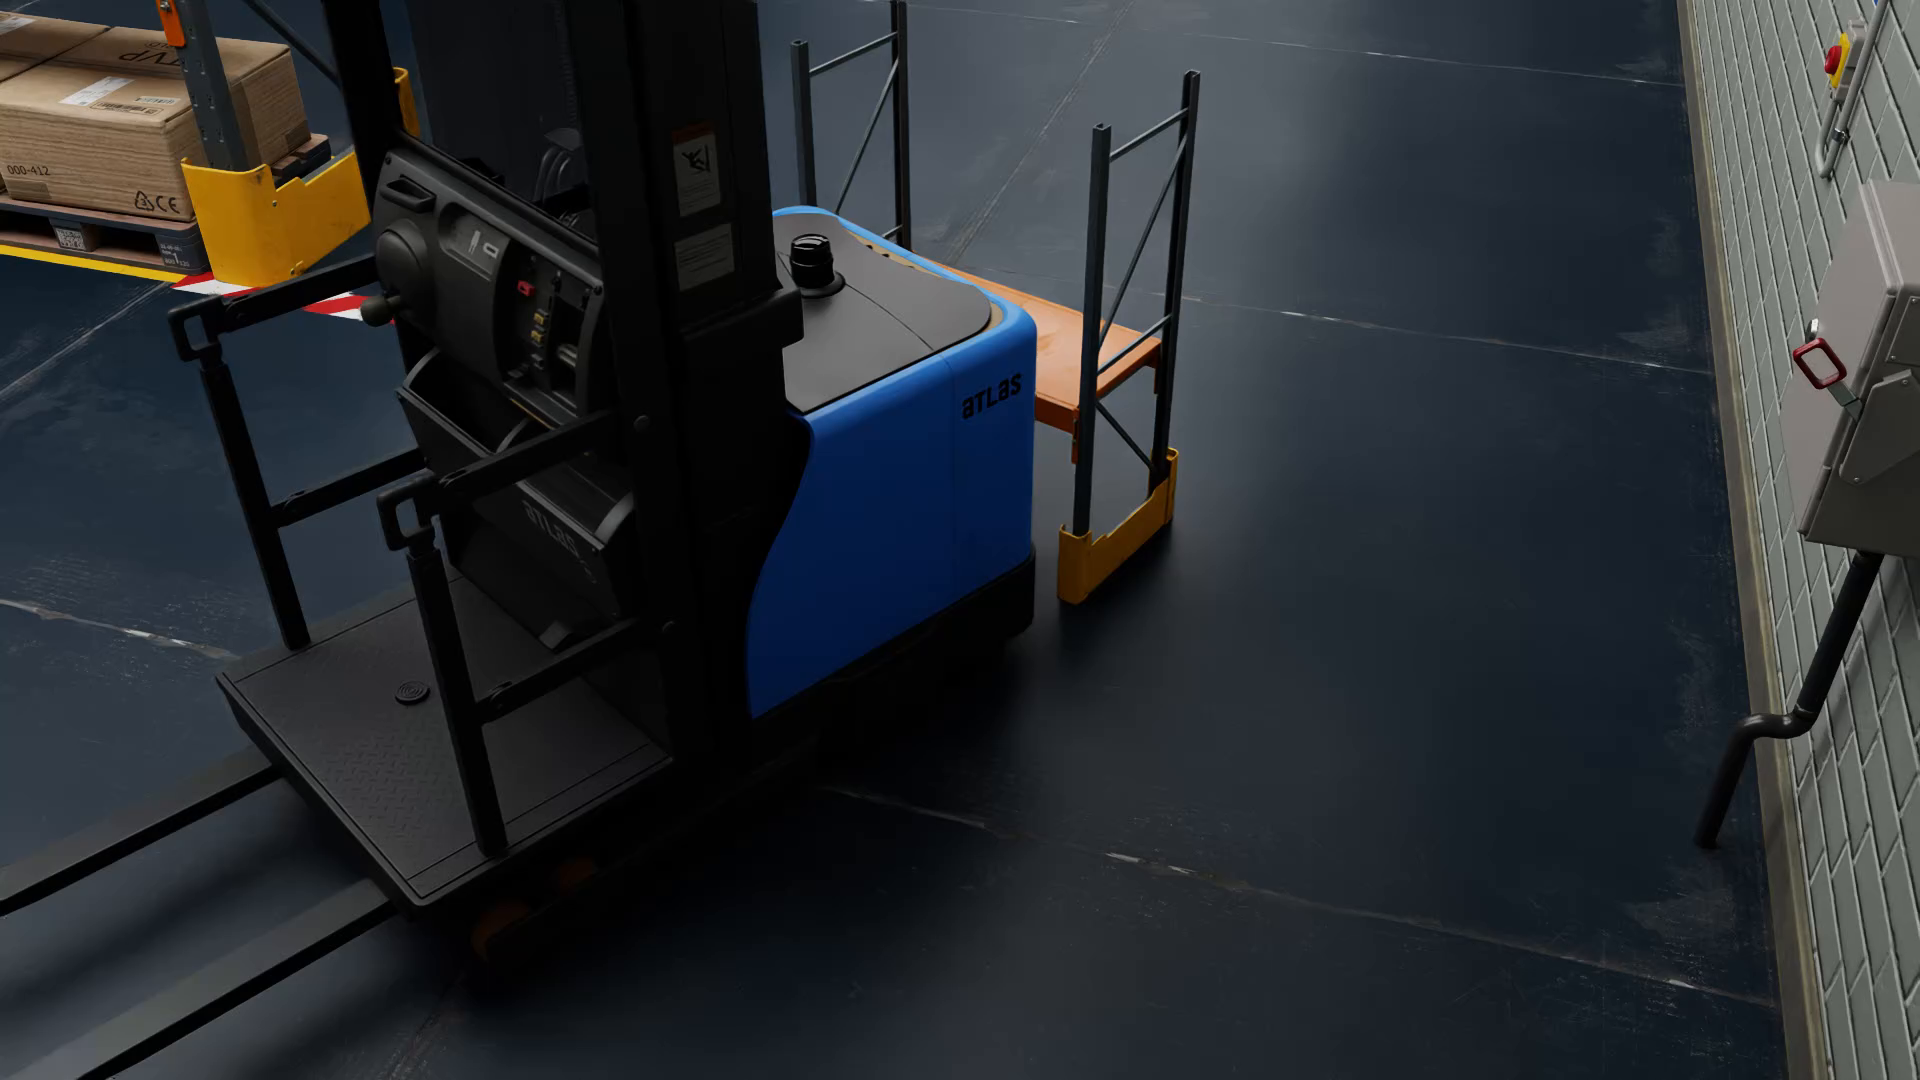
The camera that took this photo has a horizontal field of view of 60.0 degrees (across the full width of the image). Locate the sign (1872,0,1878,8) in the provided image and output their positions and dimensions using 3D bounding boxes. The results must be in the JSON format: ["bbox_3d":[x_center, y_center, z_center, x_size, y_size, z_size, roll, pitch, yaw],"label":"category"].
[{"bbox_3d":[2.715,-1.713,4.897,0.001,0.218,0.327,10,38,14],"label":"sign"}]

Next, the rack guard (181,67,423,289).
[{"bbox_3d":[-2.724,-1.560,7.026,0.348,0.500,1.175,10,38,14],"label":"rack guard"}]

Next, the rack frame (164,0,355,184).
[{"bbox_3d":[-2.747,-2.571,6.291,0.127,3.000,1.000,10,38,14],"label":"rack frame"}]

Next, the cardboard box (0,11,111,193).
[{"bbox_3d":[-4.282,-1.925,7.221,0.875,0.438,0.875,11,38,15],"label":"cardboard box"}]

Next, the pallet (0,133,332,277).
[{"bbox_3d":[-3.533,-1.545,7.250,1.213,0.211,1.003,10,38,14],"label":"pallet"}]

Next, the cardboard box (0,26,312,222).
[{"bbox_3d":[-3.406,-1.768,7.008,0.875,0.438,0.875,9,37,12],"label":"cardboard box"}]

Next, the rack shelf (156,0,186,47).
[{"bbox_3d":[-4.656,-2.635,6.985,4.000,0.370,1.077,10,38,14],"label":"rack shelf"}]

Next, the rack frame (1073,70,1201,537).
[{"bbox_3d":[0.497,-0.558,4.821,0.032,1.500,0.500,24,42,29],"label":"rack frame"}]

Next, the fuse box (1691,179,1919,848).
[{"bbox_3d":[1.877,0.094,3.757,0.414,1.711,0.539,10,38,14],"label":"fuse box"}]

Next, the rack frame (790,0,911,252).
[{"bbox_3d":[-0.321,-0.916,5.307,0.032,1.500,0.500,24,42,29],"label":"rack frame"}]

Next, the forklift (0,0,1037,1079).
[{"bbox_3d":[-1.203,-0.514,3.554,3.031,2.935,1.130,-29,45,-33],"label":"forklift"}]

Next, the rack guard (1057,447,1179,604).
[{"bbox_3d":[0.496,-0.055,5.192,0.087,0.250,0.587,24,42,29],"label":"rack guard"}]

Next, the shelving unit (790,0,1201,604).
[{"bbox_3d":[0.095,-0.733,5.060,1.083,1.500,0.587,24,42,29],"label":"shelving unit"}]

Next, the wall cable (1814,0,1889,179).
[{"bbox_3d":[2.643,-2.009,4.645,0.123,1.953,0.585,10,38,14],"label":"wall cable"}]

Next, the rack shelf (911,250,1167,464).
[{"bbox_3d":[0.088,-0.592,5.171,1.000,0.185,0.538,24,42,29],"label":"rack shelf"}]
